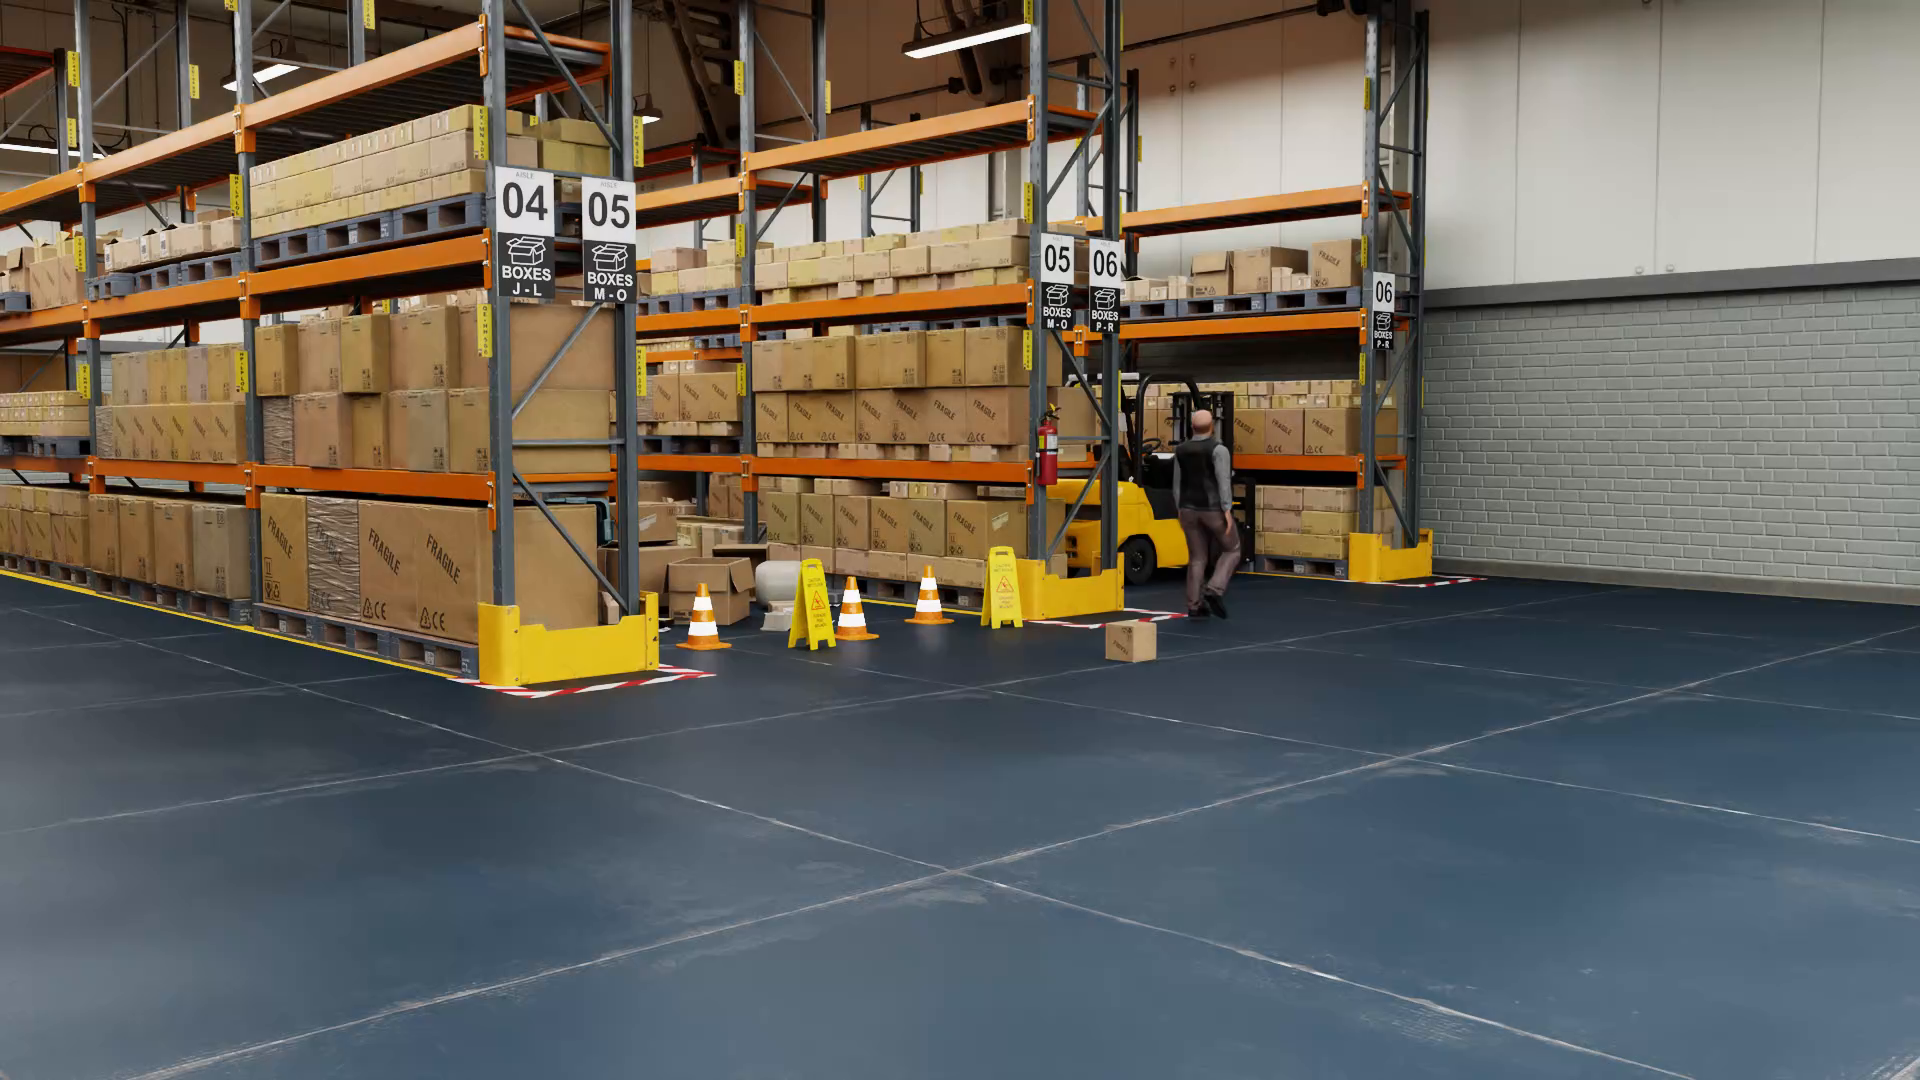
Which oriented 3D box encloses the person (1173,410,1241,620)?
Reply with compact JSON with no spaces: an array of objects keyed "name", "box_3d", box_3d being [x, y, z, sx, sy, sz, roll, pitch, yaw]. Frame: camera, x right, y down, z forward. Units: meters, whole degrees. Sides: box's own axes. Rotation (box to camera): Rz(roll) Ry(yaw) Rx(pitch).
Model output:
[{"name":"person","box_3d":[2.052,-0.213,13.803,0.560,1.731,0.474,3,5,36]}]
